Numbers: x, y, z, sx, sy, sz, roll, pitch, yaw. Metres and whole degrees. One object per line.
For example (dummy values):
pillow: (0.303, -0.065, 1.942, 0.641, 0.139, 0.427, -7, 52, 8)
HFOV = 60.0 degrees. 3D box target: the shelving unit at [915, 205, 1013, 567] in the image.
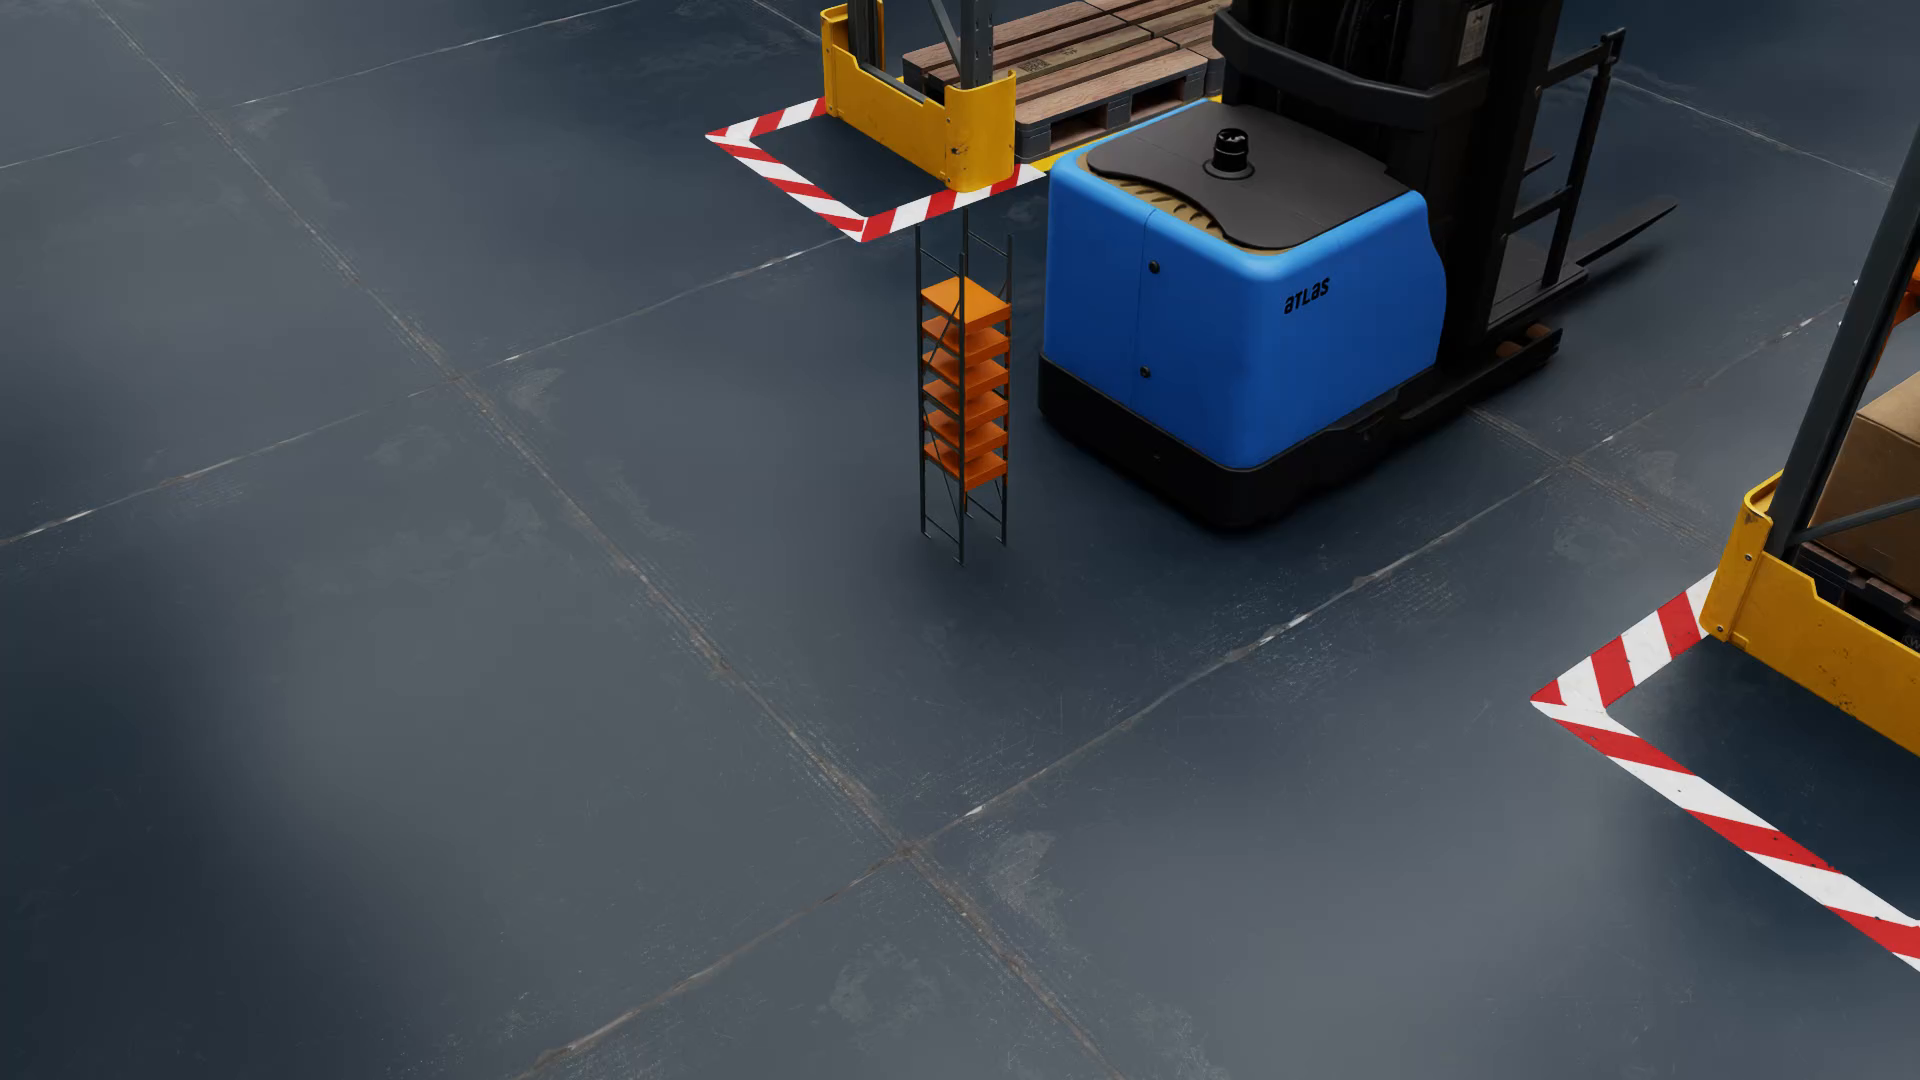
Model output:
shelving unit: (0.011, -0.469, 5.376, 0.189, 1.200, 0.258, -26, 46, -28)

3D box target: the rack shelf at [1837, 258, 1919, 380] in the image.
rack shelf: (4.401, -1.131, 5.330, 4.000, 0.370, 1.077, -26, 46, -28)

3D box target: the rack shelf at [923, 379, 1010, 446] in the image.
rack shelf: (0.011, -0.435, 5.404, 0.180, 0.103, 0.258, -26, 46, -28)

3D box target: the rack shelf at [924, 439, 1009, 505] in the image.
rack shelf: (0.011, -0.250, 5.557, 0.180, 0.103, 0.258, -26, 46, -28)

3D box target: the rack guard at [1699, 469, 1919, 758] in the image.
rack guard: (2.875, 0.301, 4.988, 0.348, 0.500, 1.175, -26, 46, -28)

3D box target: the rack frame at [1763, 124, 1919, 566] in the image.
rack frame: (2.815, -0.636, 4.160, 0.127, 3.000, 1.000, -26, 46, -28)

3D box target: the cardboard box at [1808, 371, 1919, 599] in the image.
cardboard box: (3.096, -0.173, 5.220, 0.500, 0.500, 0.500, -26, 46, -28)

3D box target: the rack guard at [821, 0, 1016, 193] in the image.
rack guard: (-0.212, -2.146, 7.972, 0.348, 0.500, 1.175, -26, 46, -28)

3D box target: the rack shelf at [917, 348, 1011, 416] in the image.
rack shelf: (0.011, -0.528, 5.328, 0.180, 0.103, 0.258, -26, 46, -28)

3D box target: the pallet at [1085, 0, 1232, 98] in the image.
pallet: (1.444, -2.818, 9.019, 1.213, 0.211, 1.003, -26, 46, -28)

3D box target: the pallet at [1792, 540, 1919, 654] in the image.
pallet: (3.507, 0.105, 5.456, 1.213, 0.211, 1.003, -26, 46, -28)

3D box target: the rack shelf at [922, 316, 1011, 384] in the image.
rack shelf: (0.011, -0.621, 5.252, 0.180, 0.103, 0.258, -26, 46, -28)

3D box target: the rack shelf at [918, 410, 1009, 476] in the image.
rack shelf: (0.011, -0.342, 5.481, 0.180, 0.103, 0.258, -26, 46, -28)

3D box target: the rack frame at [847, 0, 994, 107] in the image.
rack frame: (-0.201, -3.128, 7.198, 0.127, 3.000, 1.000, -26, 46, -28)

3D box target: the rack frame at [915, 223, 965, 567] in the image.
rack frame: (-0.061, -0.434, 5.333, 0.006, 1.200, 0.240, -26, 46, -28)

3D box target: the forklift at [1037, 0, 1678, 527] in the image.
forklift: (1.740, -1.968, 5.838, 3.031, 2.935, 1.130, -28, 47, -30)

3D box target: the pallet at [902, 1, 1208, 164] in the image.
pallet: (0.477, -2.349, 8.447, 1.213, 0.211, 1.003, -26, 46, -28)

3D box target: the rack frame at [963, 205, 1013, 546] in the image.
rack frame: (0.084, -0.505, 5.419, 0.006, 1.200, 0.240, -26, 46, -28)

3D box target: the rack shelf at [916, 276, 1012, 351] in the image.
rack shelf: (0.011, -0.713, 5.176, 0.180, 0.103, 0.258, -26, 46, -28)
